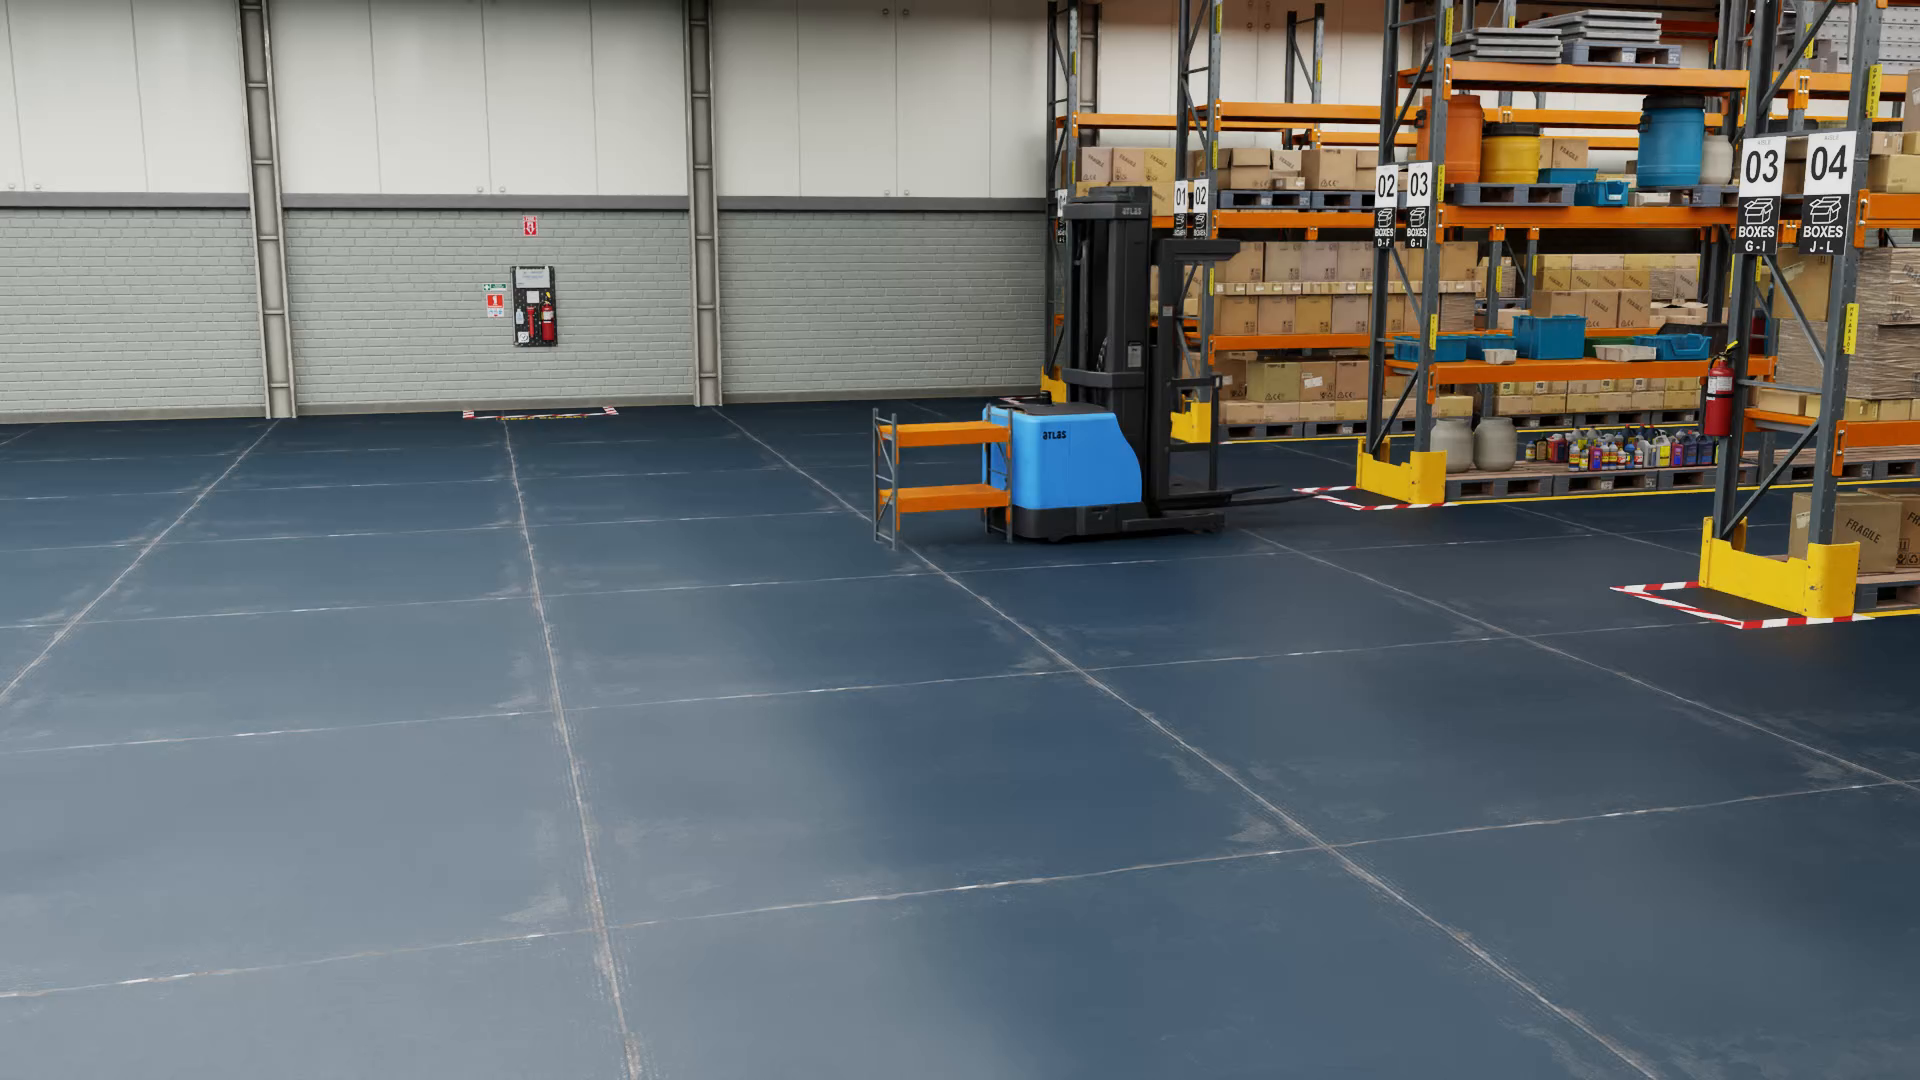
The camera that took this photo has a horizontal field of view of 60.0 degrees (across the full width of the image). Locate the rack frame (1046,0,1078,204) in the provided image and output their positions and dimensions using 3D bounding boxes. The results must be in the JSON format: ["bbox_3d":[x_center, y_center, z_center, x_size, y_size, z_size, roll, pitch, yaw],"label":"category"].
[{"bbox_3d":[1.522,-6.585,24.960,0.127,3.000,1.000,-3,11,-16],"label":"rack frame"}]

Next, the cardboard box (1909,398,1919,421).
[{"bbox_3d":[6.505,-0.920,11.452,0.250,0.149,0.380,-3,11,-16],"label":"cardboard box"}]

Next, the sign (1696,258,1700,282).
[{"bbox_3d":[10.430,-3.803,23.438,0.005,0.325,0.100,-3,11,-16],"label":"sign"}]

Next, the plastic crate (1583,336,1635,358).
[{"bbox_3d":[6.749,-1.991,17.160,0.662,0.188,0.450,-3,11,-16],"label":"plastic crate"}]

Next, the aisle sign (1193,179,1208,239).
[{"bbox_3d":[2.933,-3.995,20.284,0.004,0.787,0.394,-3,11,-16],"label":"aisle sign"}]

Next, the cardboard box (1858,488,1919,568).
[{"bbox_3d":[6.844,-0.093,12.012,0.500,0.500,0.500,0,10,-1],"label":"cardboard box"}]

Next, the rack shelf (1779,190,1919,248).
[{"bbox_3d":[7.596,-2.274,11.815,4.000,0.370,1.077,-3,11,-16],"label":"rack shelf"}]

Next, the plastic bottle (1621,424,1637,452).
[{"bbox_3d":[7.059,-1.050,17.566,0.185,0.351,0.144,-4,11,-18],"label":"plastic bottle"}]

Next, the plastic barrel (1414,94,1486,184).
[{"bbox_3d":[4.722,-3.852,16.053,0.708,0.830,0.600,-3,11,-16],"label":"plastic barrel"}]

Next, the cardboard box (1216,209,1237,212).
[{"bbox_3d":[3.936,-5.244,25.633,0.500,0.500,0.500,-3,11,-18],"label":"cardboard box"}]

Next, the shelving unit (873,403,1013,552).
[{"bbox_3d":[-0.142,-0.532,13.829,1.048,1.125,0.538,-4,11,-22],"label":"shelving unit"}]

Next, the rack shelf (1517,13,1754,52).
[{"bbox_3d":[11.123,-8.372,27.473,4.000,0.370,1.077,-3,11,-16],"label":"rack shelf"}]

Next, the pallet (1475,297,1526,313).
[{"bbox_3d":[8.549,-3.890,27.423,1.003,0.211,1.213,-3,11,-16],"label":"pallet"}]

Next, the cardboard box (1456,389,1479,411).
[{"bbox_3d":[7.068,-1.901,22.525,0.500,0.250,0.500,-3,11,-16],"label":"cardboard box"}]

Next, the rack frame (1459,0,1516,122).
[{"bbox_3d":[6.751,-5.926,21.383,0.127,3.000,1.000,-3,11,-16],"label":"rack frame"}]

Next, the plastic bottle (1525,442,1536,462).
[{"bbox_3d":[5.932,-0.921,17.281,0.097,0.201,0.097,0,10,0],"label":"plastic bottle"}]

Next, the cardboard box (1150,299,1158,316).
[{"bbox_3d":[3.064,-3.593,25.640,0.500,0.250,0.500,-3,11,-17],"label":"cardboard box"}]

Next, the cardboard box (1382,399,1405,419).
[{"bbox_3d":[5.408,-1.717,21.524,0.500,0.250,0.500,-3,11,-16],"label":"cardboard box"}]

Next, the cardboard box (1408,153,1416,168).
[{"bbox_3d":[6.193,-4.796,21.705,0.500,0.500,0.500,-2,11,-11],"label":"cardboard box"}]

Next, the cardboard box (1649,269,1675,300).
[{"bbox_3d":[11.699,-4.328,28.119,0.500,0.500,0.500,-3,11,-16],"label":"cardboard box"}]

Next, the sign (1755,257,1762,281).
[{"bbox_3d":[10.749,-3.651,22.398,0.005,0.325,0.100,-3,11,-16],"label":"sign"}]

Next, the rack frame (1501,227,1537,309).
[{"bbox_3d":[9.203,-4.039,27.702,0.127,3.000,1.000,-3,11,-16],"label":"rack frame"}]

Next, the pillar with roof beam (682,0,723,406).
[{"bbox_3d":[-2.605,-5.719,20.255,0.400,9.000,9.100,-3,11,-16],"label":"pillar with roof beam"}]

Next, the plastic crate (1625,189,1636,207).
[{"bbox_3d":[6.540,-3.453,16.819,0.450,0.188,0.336,-3,11,-16],"label":"plastic crate"}]

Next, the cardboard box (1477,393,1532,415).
[{"bbox_3d":[7.207,-1.807,22.014,0.500,0.250,0.500,-3,11,-17],"label":"cardboard box"}]

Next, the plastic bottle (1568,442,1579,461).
[{"bbox_3d":[6.367,-0.916,17.249,0.097,0.201,0.097,0,10,0],"label":"plastic bottle"}]

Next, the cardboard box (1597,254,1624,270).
[{"bbox_3d":[10.706,-4.645,27.768,0.500,0.250,0.500,-3,11,-16],"label":"cardboard box"}]

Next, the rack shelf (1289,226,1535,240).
[{"bbox_3d":[7.283,-5.059,26.946,4.000,0.370,1.077,-3,11,-16],"label":"rack shelf"}]

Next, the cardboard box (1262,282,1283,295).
[{"bbox_3d":[3.840,-3.150,20.806,0.250,0.149,0.380,-3,11,-16],"label":"cardboard box"}]

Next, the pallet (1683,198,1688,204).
[{"bbox_3d":[8.892,-4.454,22.190,1.213,0.211,1.003,-2,11,-13],"label":"pallet"}]

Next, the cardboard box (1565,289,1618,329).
[{"bbox_3d":[8.479,-3.113,22.395,0.500,0.500,0.500,-3,11,-16],"label":"cardboard box"}]

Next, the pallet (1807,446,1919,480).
[{"bbox_3d":[10.048,-0.852,18.092,1.213,0.211,1.003,-3,11,-16],"label":"pallet"}]

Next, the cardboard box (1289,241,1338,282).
[{"bbox_3d":[4.400,-3.538,21.120,0.500,0.500,0.700,-3,11,-16],"label":"cardboard box"}]

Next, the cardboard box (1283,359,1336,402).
[{"bbox_3d":[4.443,-2.038,21.196,0.500,0.500,0.500,-3,11,-16],"label":"cardboard box"}]

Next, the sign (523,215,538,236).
[{"bbox_3d":[-6.228,-4.555,24.102,0.199,0.298,0.001,-3,11,-16],"label":"sign"}]

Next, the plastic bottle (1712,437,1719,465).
[{"bbox_3d":[7.762,-0.913,17.010,0.133,0.283,0.061,-2,11,-13],"label":"plastic bottle"}]

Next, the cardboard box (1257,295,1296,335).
[{"bbox_3d":[3.865,-2.871,21.083,0.500,0.500,0.700,-3,11,-14],"label":"cardboard box"}]

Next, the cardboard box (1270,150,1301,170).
[{"bbox_3d":[4.957,-5.790,25.836,0.500,0.500,0.500,-4,11,-21],"label":"cardboard box"}]

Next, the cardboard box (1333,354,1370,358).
[{"bbox_3d":[5.258,-2.179,21.962,0.500,0.500,0.500,-3,11,-16],"label":"cardboard box"}]

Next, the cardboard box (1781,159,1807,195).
[{"bbox_3d":[6.067,-2.521,11.586,0.500,0.250,0.500,-3,11,-15],"label":"cardboard box"}]

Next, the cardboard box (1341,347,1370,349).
[{"bbox_3d":[6.486,-3.256,27.064,0.500,0.250,0.500,-3,11,-17],"label":"cardboard box"}]

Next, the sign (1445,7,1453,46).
[{"bbox_3d":[4.440,-4.664,15.103,0.005,0.325,0.100,-3,11,-16],"label":"sign"}]

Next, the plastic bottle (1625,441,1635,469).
[{"bbox_3d":[6.738,-0.857,16.737,0.097,0.271,0.097,0,10,0],"label":"plastic bottle"}]

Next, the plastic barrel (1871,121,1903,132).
[{"bbox_3d":[9.815,-3.966,17.635,0.708,0.901,0.600,-3,11,-16],"label":"plastic barrel"}]

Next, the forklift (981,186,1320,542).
[{"bbox_3d":[1.745,-1.576,14.514,3.031,2.935,1.130,-5,11,-24],"label":"forklift"}]

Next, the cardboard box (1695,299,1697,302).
[{"bbox_3d":[12.562,-4.045,28.371,0.250,0.149,0.380,-3,11,-15],"label":"cardboard box"}]

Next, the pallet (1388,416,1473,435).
[{"bbox_3d":[5.975,-1.572,22.000,1.213,0.211,1.003,-3,11,-16],"label":"pallet"}]

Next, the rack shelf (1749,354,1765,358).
[{"bbox_3d":[10.052,-1.862,17.863,4.000,0.370,1.077,-3,11,-16],"label":"rack shelf"}]

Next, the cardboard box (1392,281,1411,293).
[{"bbox_3d":[5.572,-3.242,21.303,0.250,0.149,0.380,-3,11,-16],"label":"cardboard box"}]

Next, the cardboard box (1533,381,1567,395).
[{"bbox_3d":[7.699,-2.108,22.097,0.500,0.311,0.500,-3,11,-17],"label":"cardboard box"}]

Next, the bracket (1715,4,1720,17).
[{"bbox_3d":[13.175,-9.065,28.493,0.430,0.232,0.235,-3,11,-16],"label":"bracket"}]

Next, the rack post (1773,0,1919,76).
[{"bbox_3d":[9.998,-5.278,17.309,3.121,1.000,1.013,-3,11,-16],"label":"rack post"}]

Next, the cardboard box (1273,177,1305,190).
[{"bbox_3d":[4.089,-4.429,20.684,0.250,0.149,0.380,-3,11,-16],"label":"cardboard box"}]

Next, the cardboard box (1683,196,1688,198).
[{"bbox_3d":[9.673,-4.724,22.391,0.500,0.250,0.500,-3,11,-14],"label":"cardboard box"}]
